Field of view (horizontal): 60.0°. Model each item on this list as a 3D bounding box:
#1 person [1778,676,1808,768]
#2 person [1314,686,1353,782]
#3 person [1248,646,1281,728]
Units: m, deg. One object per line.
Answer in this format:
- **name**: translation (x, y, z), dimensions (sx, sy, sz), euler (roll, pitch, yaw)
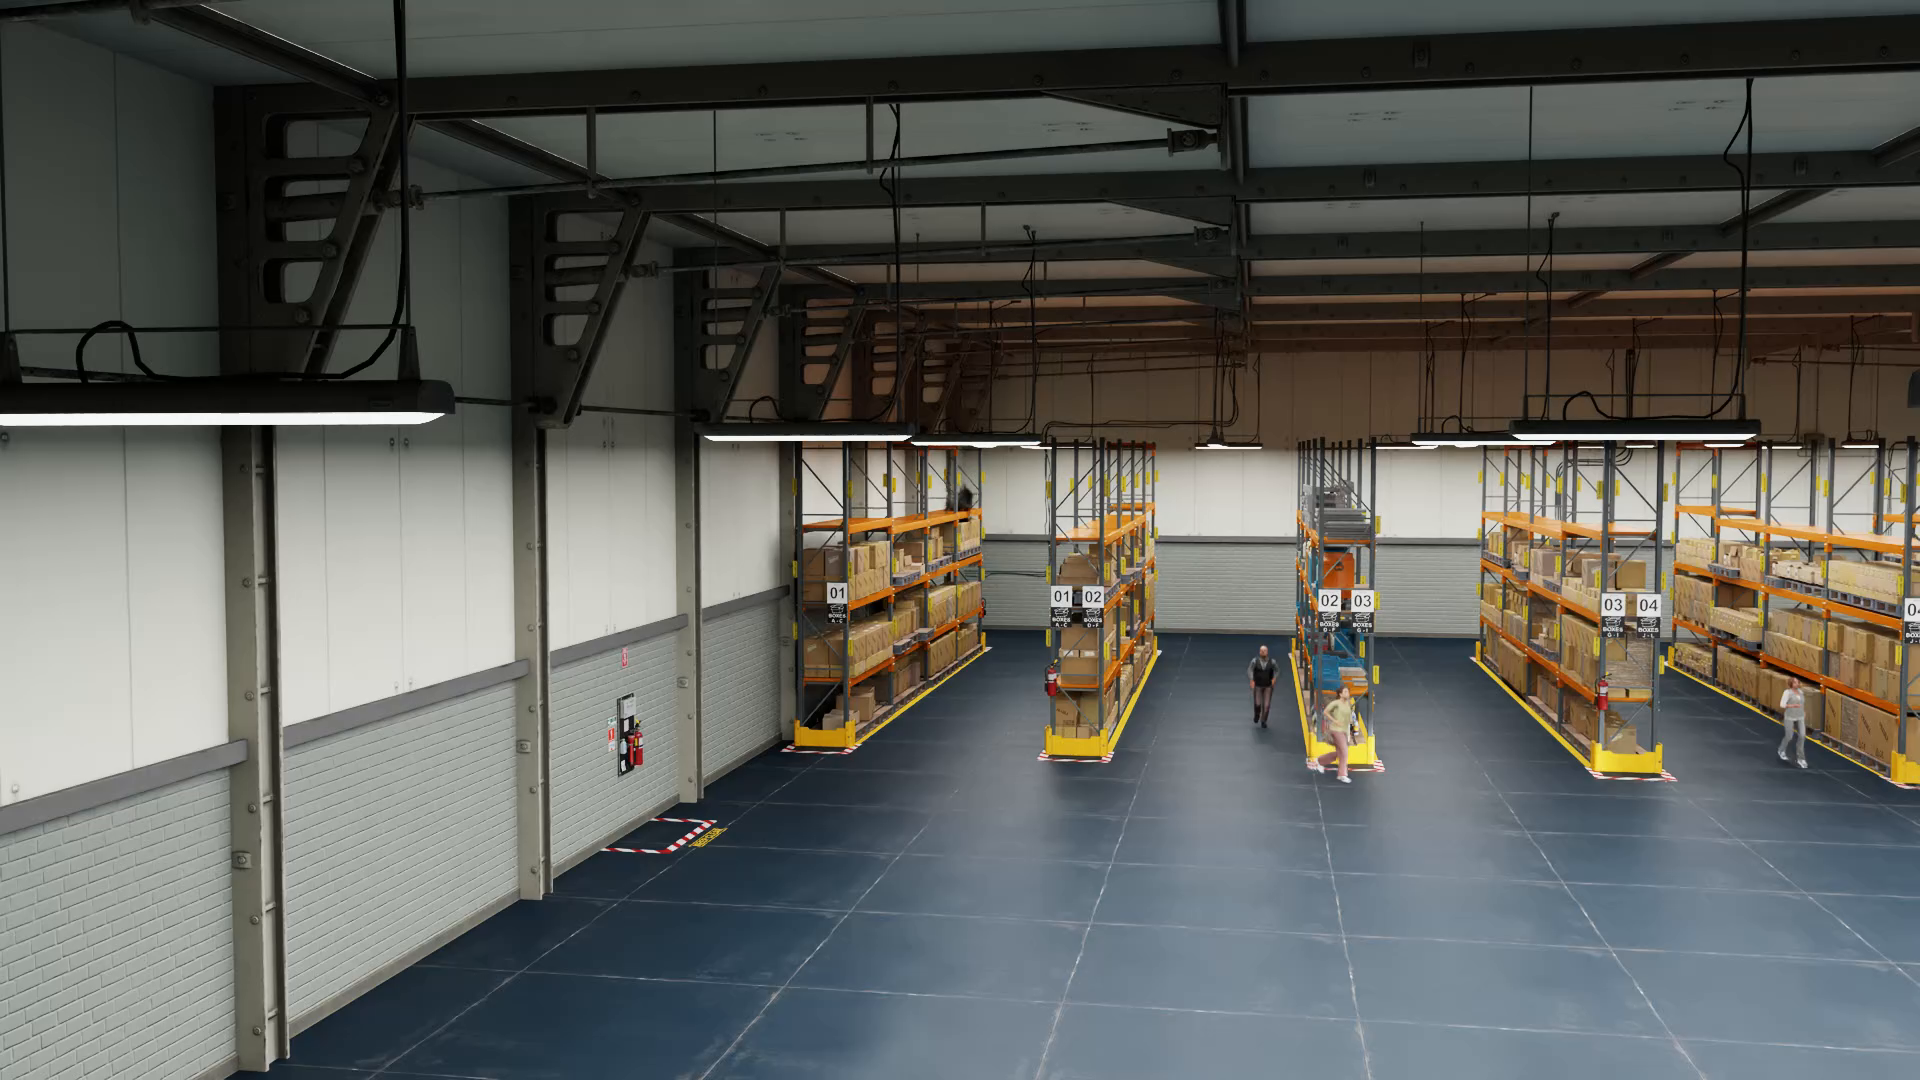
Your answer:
- **person**: translation (15.214, 3.299, 30.343), dimensions (0.532, 1.597, 0.798), euler (0, 3, -1)
- **person**: translation (6.641, 3.377, 29.216), dimensions (0.617, 1.651, 0.800), euler (-3, 4, -41)
- **person**: translation (6.329, 3.052, 34.605), dimensions (0.676, 1.692, 0.576), euler (0, 3, 8)
